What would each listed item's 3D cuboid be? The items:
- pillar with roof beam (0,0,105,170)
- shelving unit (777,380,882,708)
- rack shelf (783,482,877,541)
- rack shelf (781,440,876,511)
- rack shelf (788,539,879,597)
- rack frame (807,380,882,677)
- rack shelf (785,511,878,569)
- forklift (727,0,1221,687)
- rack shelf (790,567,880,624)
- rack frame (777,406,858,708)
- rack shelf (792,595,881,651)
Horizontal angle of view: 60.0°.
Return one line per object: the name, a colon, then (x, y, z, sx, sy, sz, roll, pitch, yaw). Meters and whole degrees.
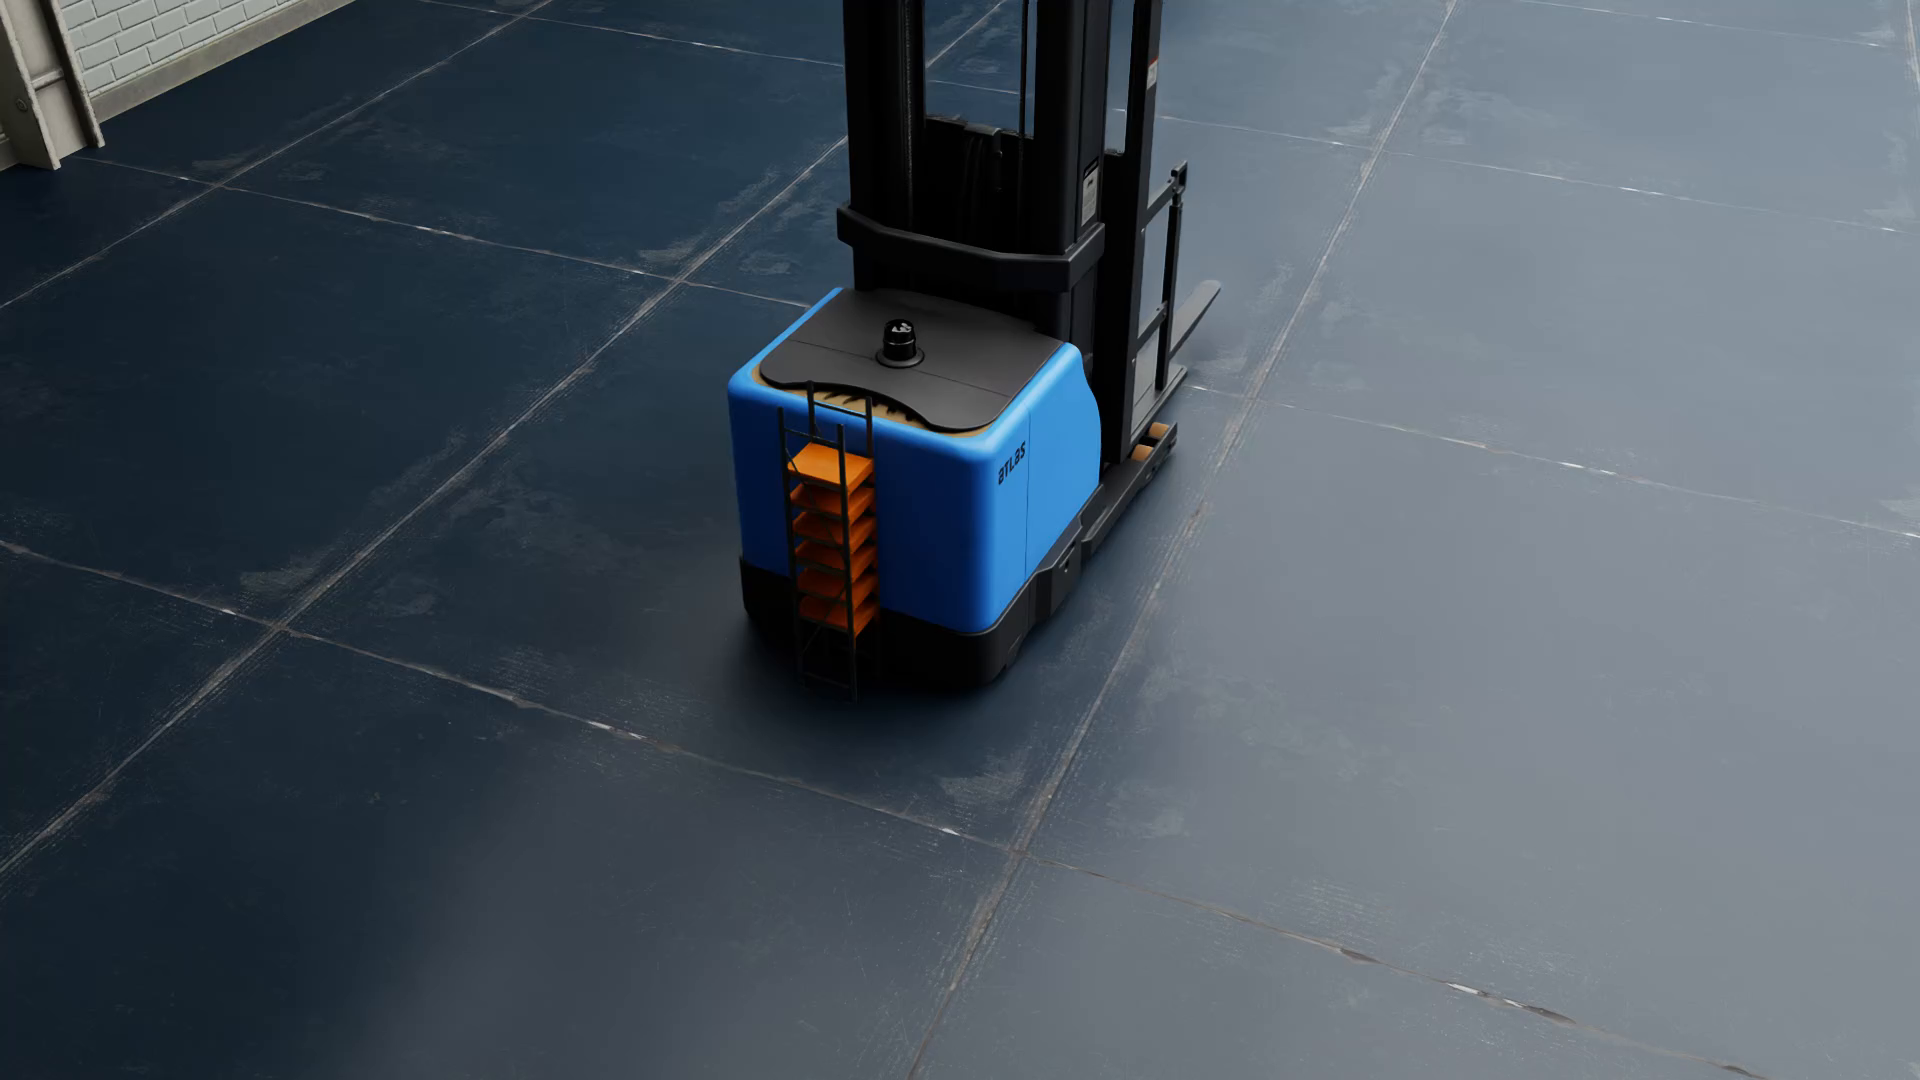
pillar with roof beam: (-1.322, -4.906, 5.798, 9.100, 9.000, 0.400, 14, 39, 18)
shelving unit: (-0.435, 0.037, 5.698, 0.258, 1.200, 0.189, 17, 40, 21)
rack shelf: (-0.435, -0.120, 5.581, 0.258, 0.103, 0.180, 17, 40, 21)
rack shelf: (-0.435, -0.216, 5.510, 0.258, 0.103, 0.180, 17, 40, 21)
rack shelf: (-0.435, 0.072, 5.725, 0.258, 0.103, 0.180, 17, 40, 21)
rack frame: (-0.394, -0.012, 5.764, 0.240, 1.200, 0.006, 17, 40, 21)
rack shelf: (-0.435, -0.024, 5.653, 0.258, 0.103, 0.180, 17, 40, 21)
forklift: (0.288, -1.521, 6.337, 1.130, 2.935, 3.031, 17, 40, 21)
rack shelf: (-0.435, 0.169, 5.797, 0.258, 0.103, 0.180, 17, 40, 21)
rack frame: (-0.476, 0.086, 5.633, 0.240, 1.200, 0.006, 17, 40, 21)
rack shelf: (-0.435, 0.265, 5.869, 0.258, 0.103, 0.180, 17, 40, 21)
